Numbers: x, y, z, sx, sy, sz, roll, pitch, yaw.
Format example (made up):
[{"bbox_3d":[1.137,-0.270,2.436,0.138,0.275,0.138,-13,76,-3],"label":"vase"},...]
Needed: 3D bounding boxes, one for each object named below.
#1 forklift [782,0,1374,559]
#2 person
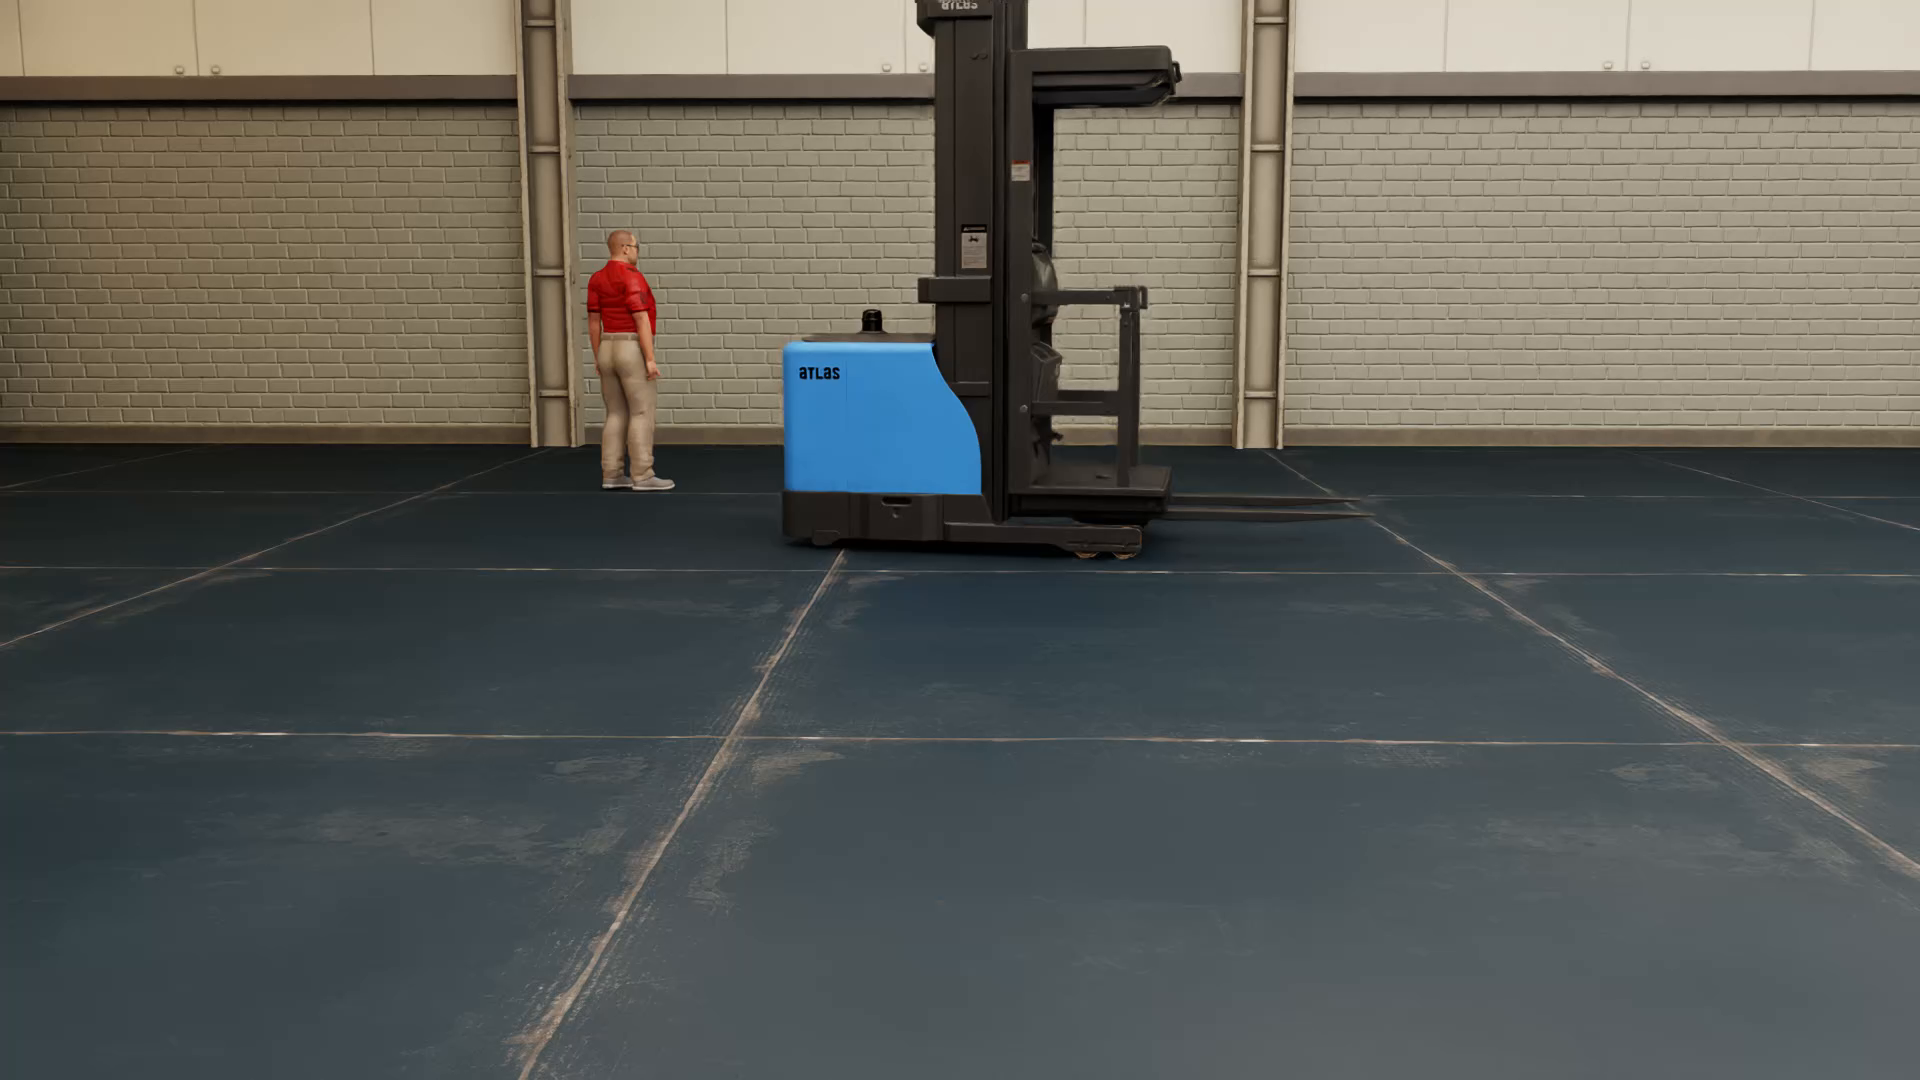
[{"bbox_3d":[0.631,-1.437,8.704,3.031,2.935,1.130,1,9,9],"label":"forklift"},{"bbox_3d":[-2.209,-1.200,11.140,0.567,1.731,0.381,6,11,36],"label":"person"}]
